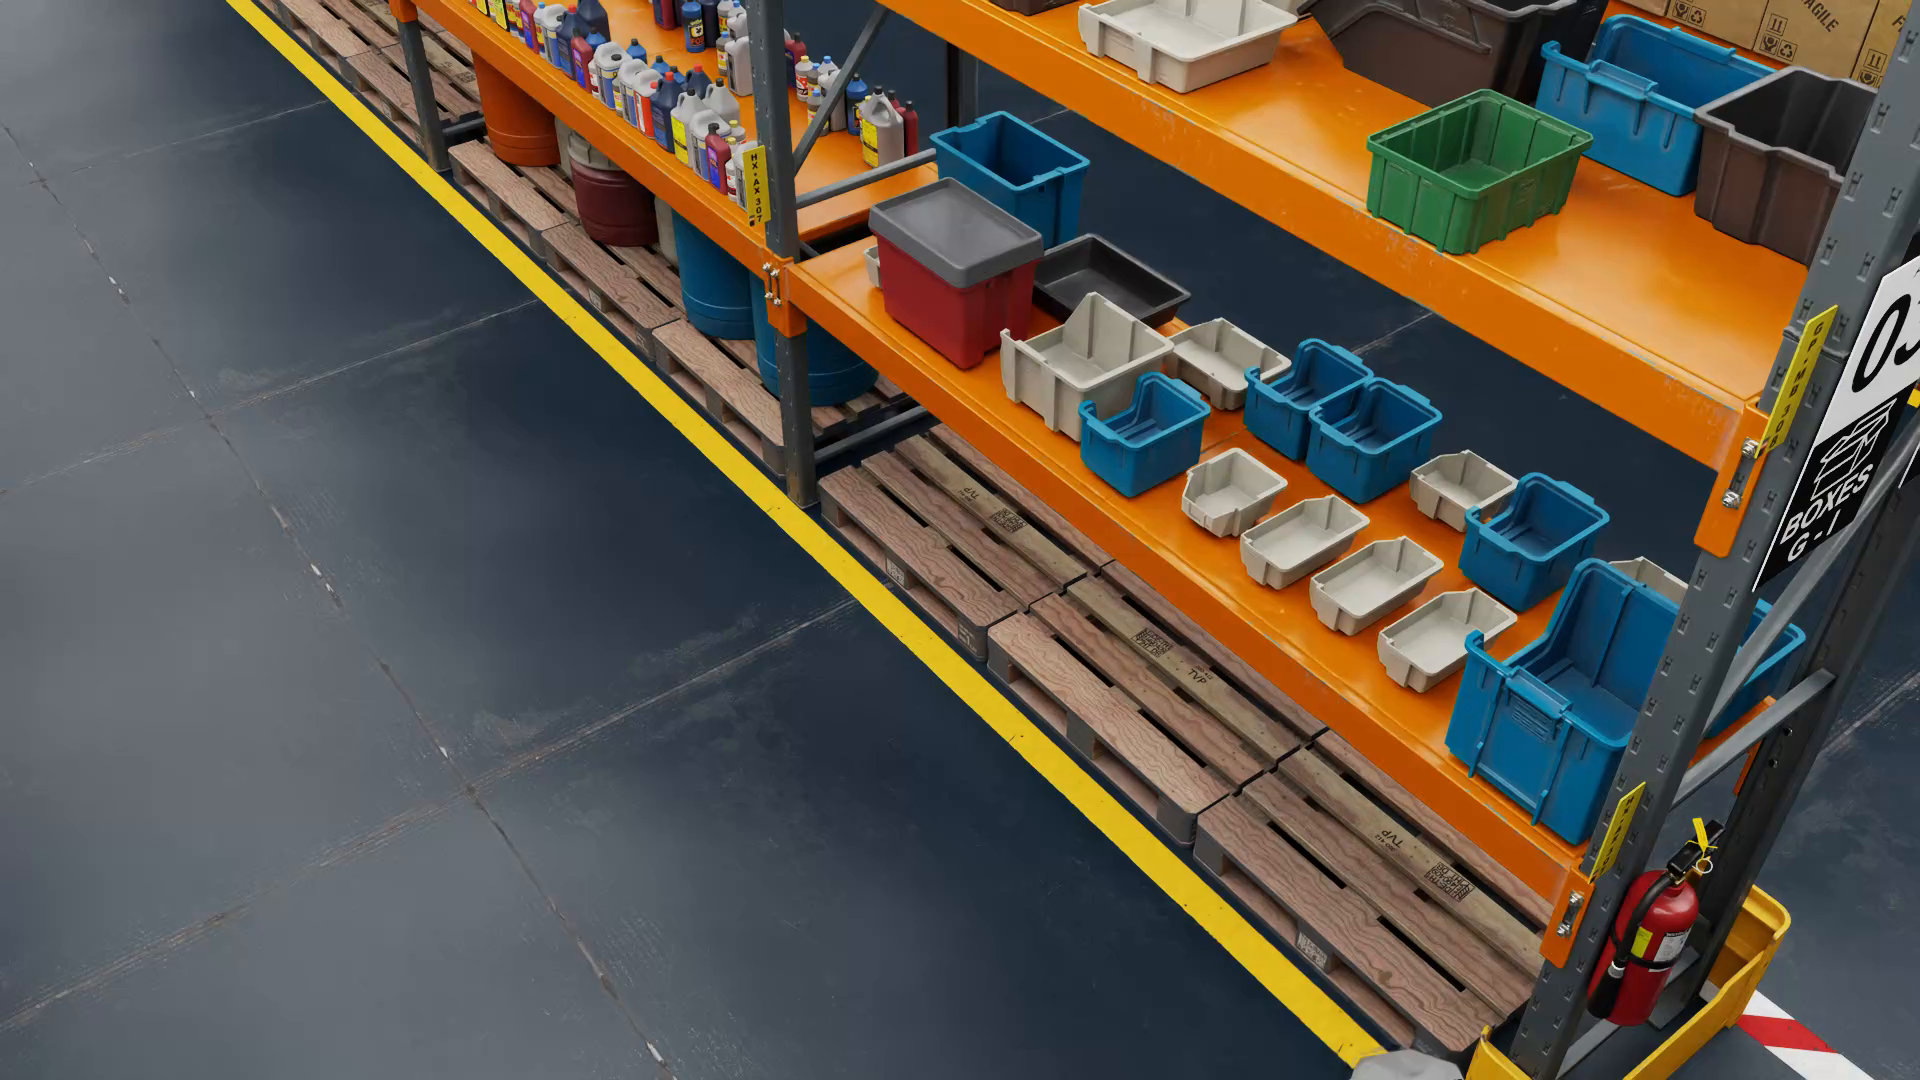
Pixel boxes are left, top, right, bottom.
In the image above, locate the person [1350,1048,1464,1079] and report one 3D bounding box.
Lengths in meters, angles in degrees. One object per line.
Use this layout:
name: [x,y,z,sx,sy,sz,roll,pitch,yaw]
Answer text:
person: [0.970,1.877,3.952,0.512,1.694,0.558,-12,42,-14]
